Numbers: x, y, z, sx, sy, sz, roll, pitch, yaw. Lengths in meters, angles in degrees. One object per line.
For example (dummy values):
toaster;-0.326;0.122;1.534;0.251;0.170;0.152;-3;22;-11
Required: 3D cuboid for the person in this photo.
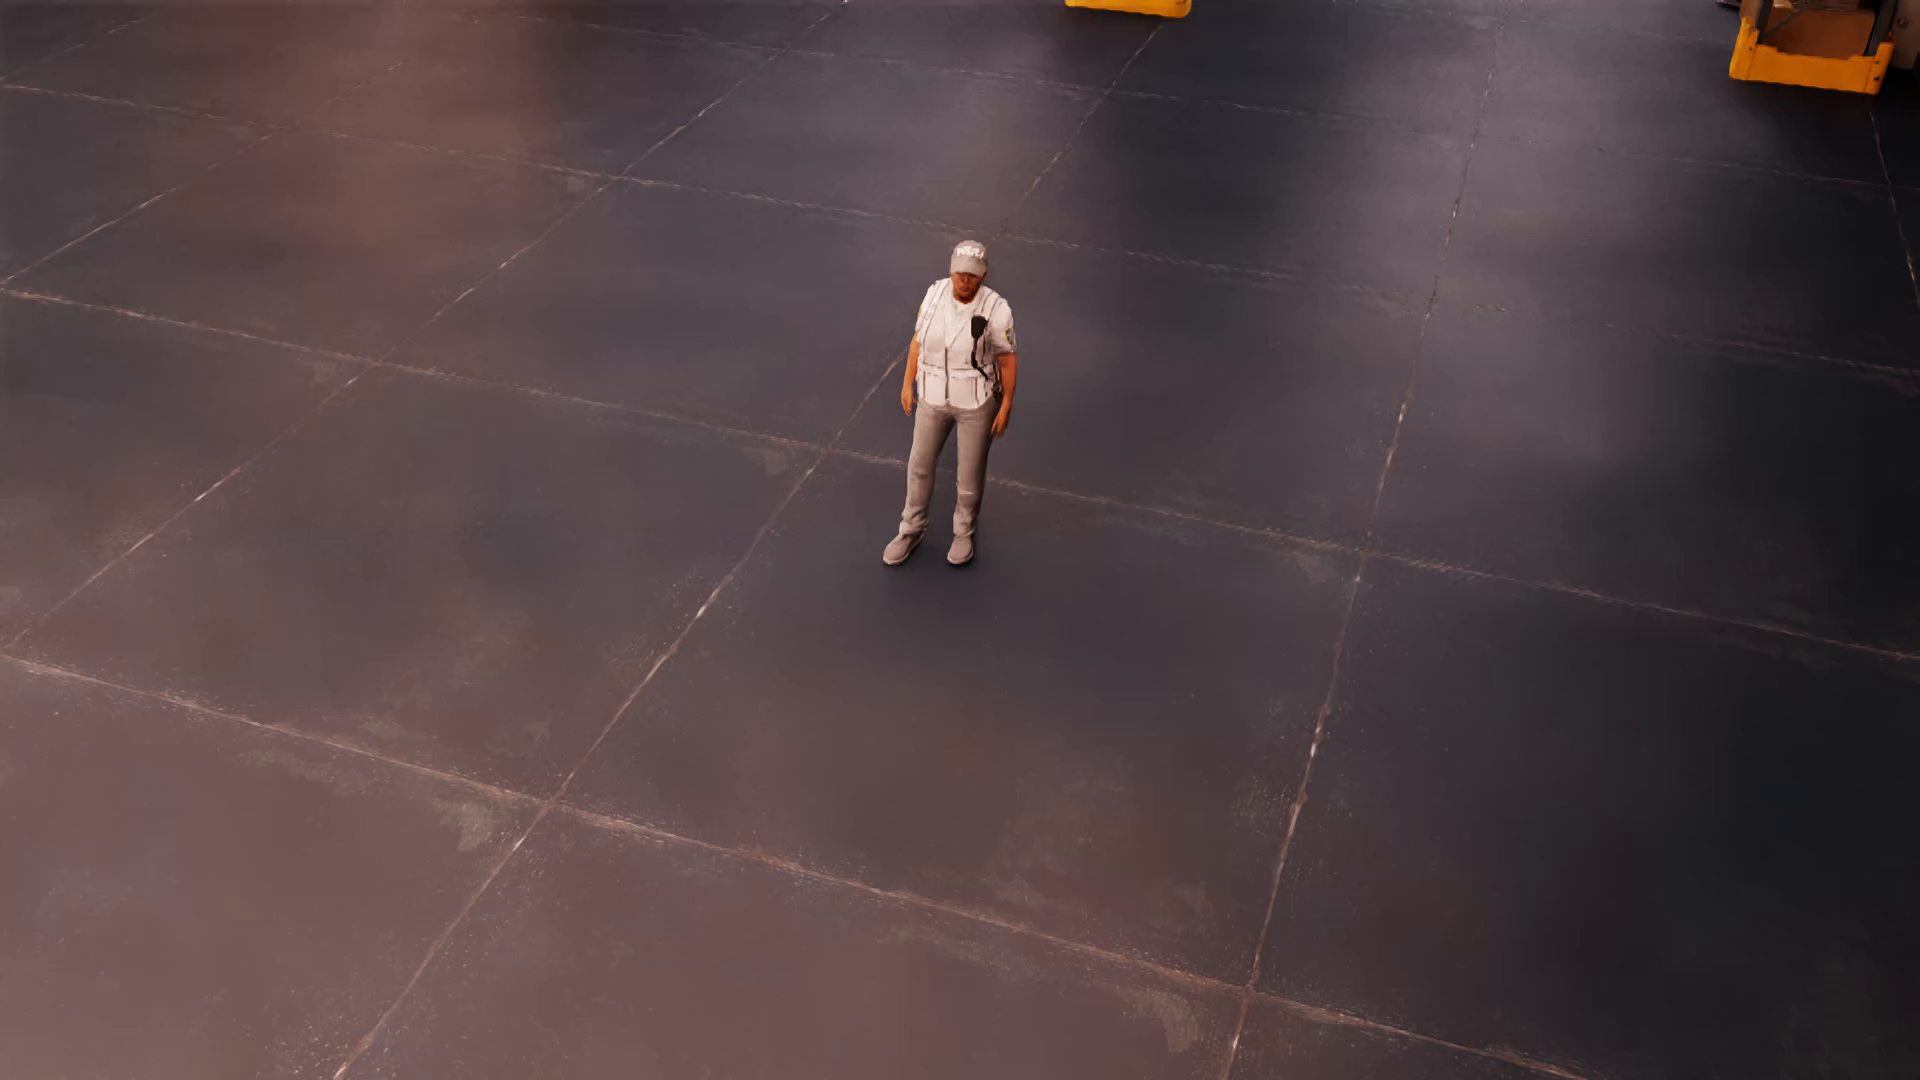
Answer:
person;-0.047;-0.648;8.106;0.598;1.669;0.529;12;37;16
